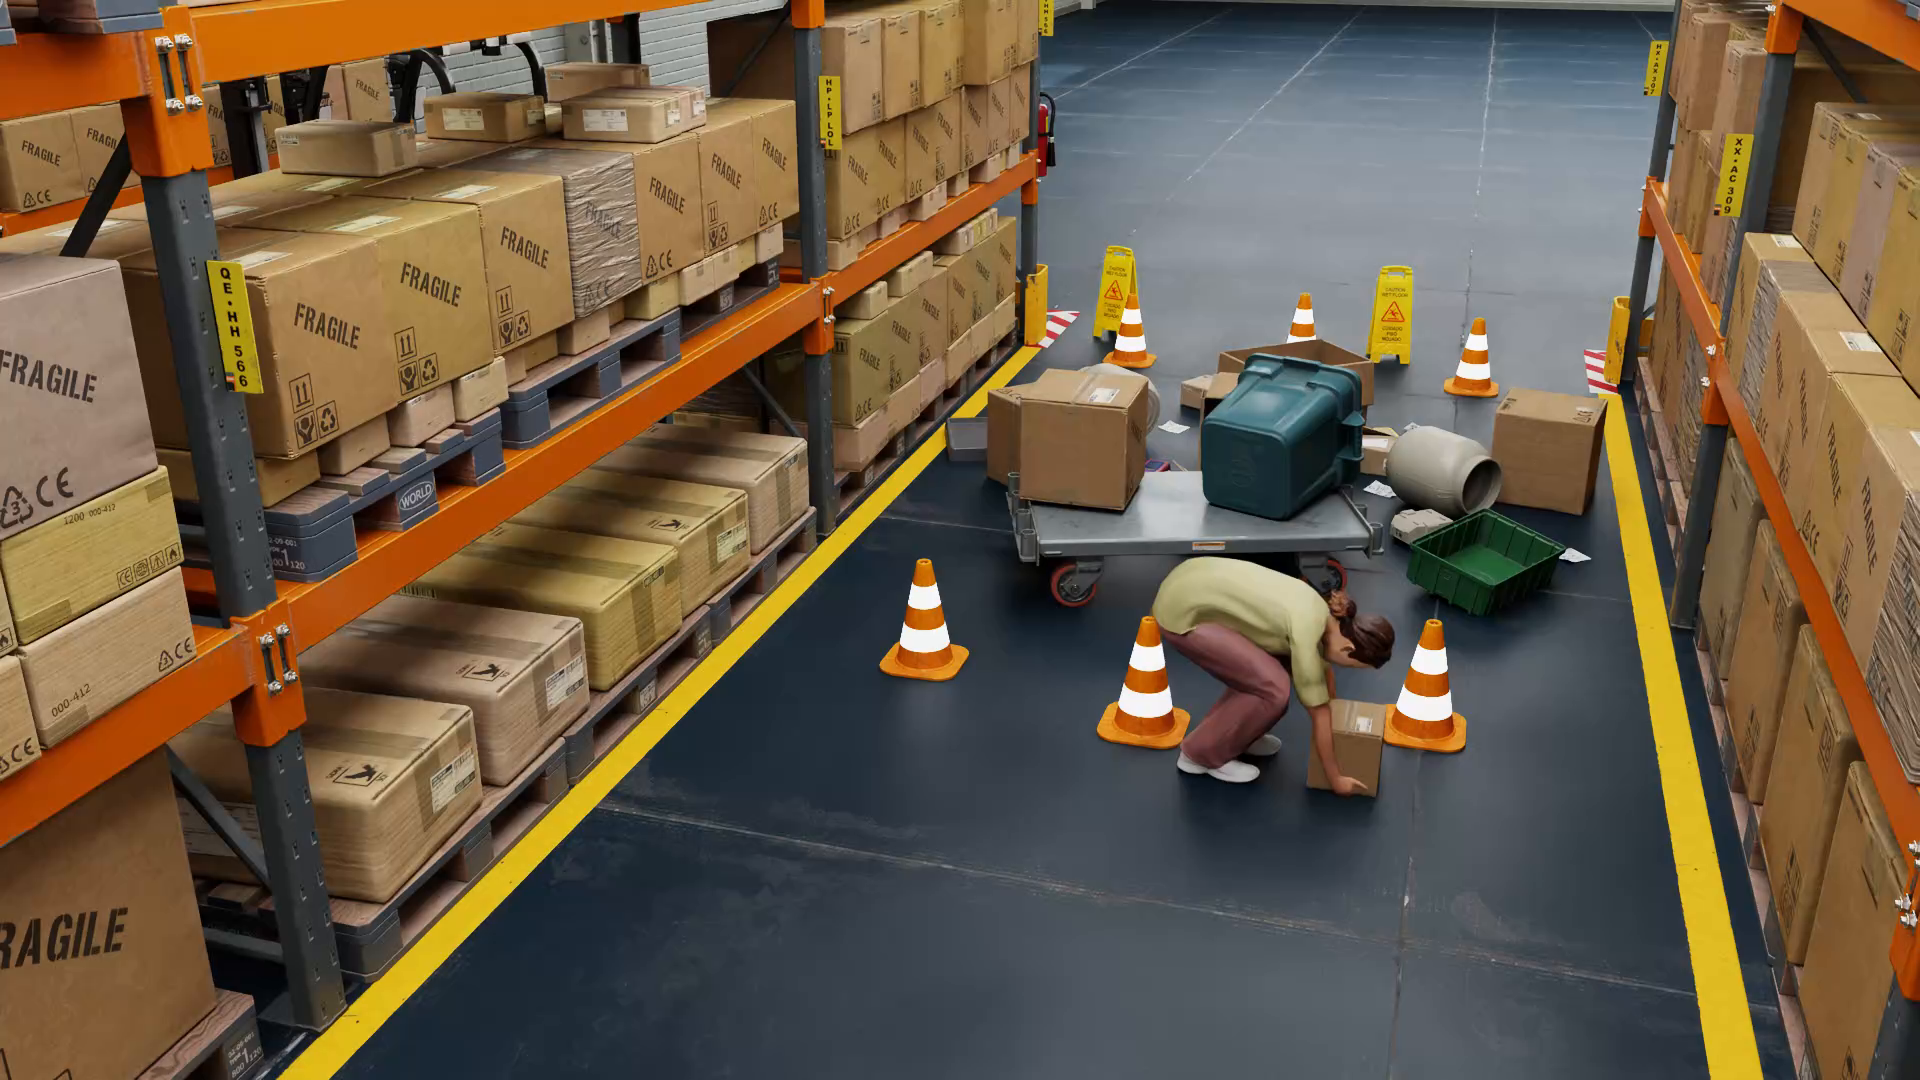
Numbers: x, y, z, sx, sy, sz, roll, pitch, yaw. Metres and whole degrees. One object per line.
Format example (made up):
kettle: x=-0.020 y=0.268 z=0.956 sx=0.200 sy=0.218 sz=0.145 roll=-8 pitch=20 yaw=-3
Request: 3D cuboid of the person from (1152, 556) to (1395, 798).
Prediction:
person: x=1.131 y=0.483 z=6.087 sx=0.861 sy=0.819 sz=0.463 roll=6 pitch=23 yaw=14
